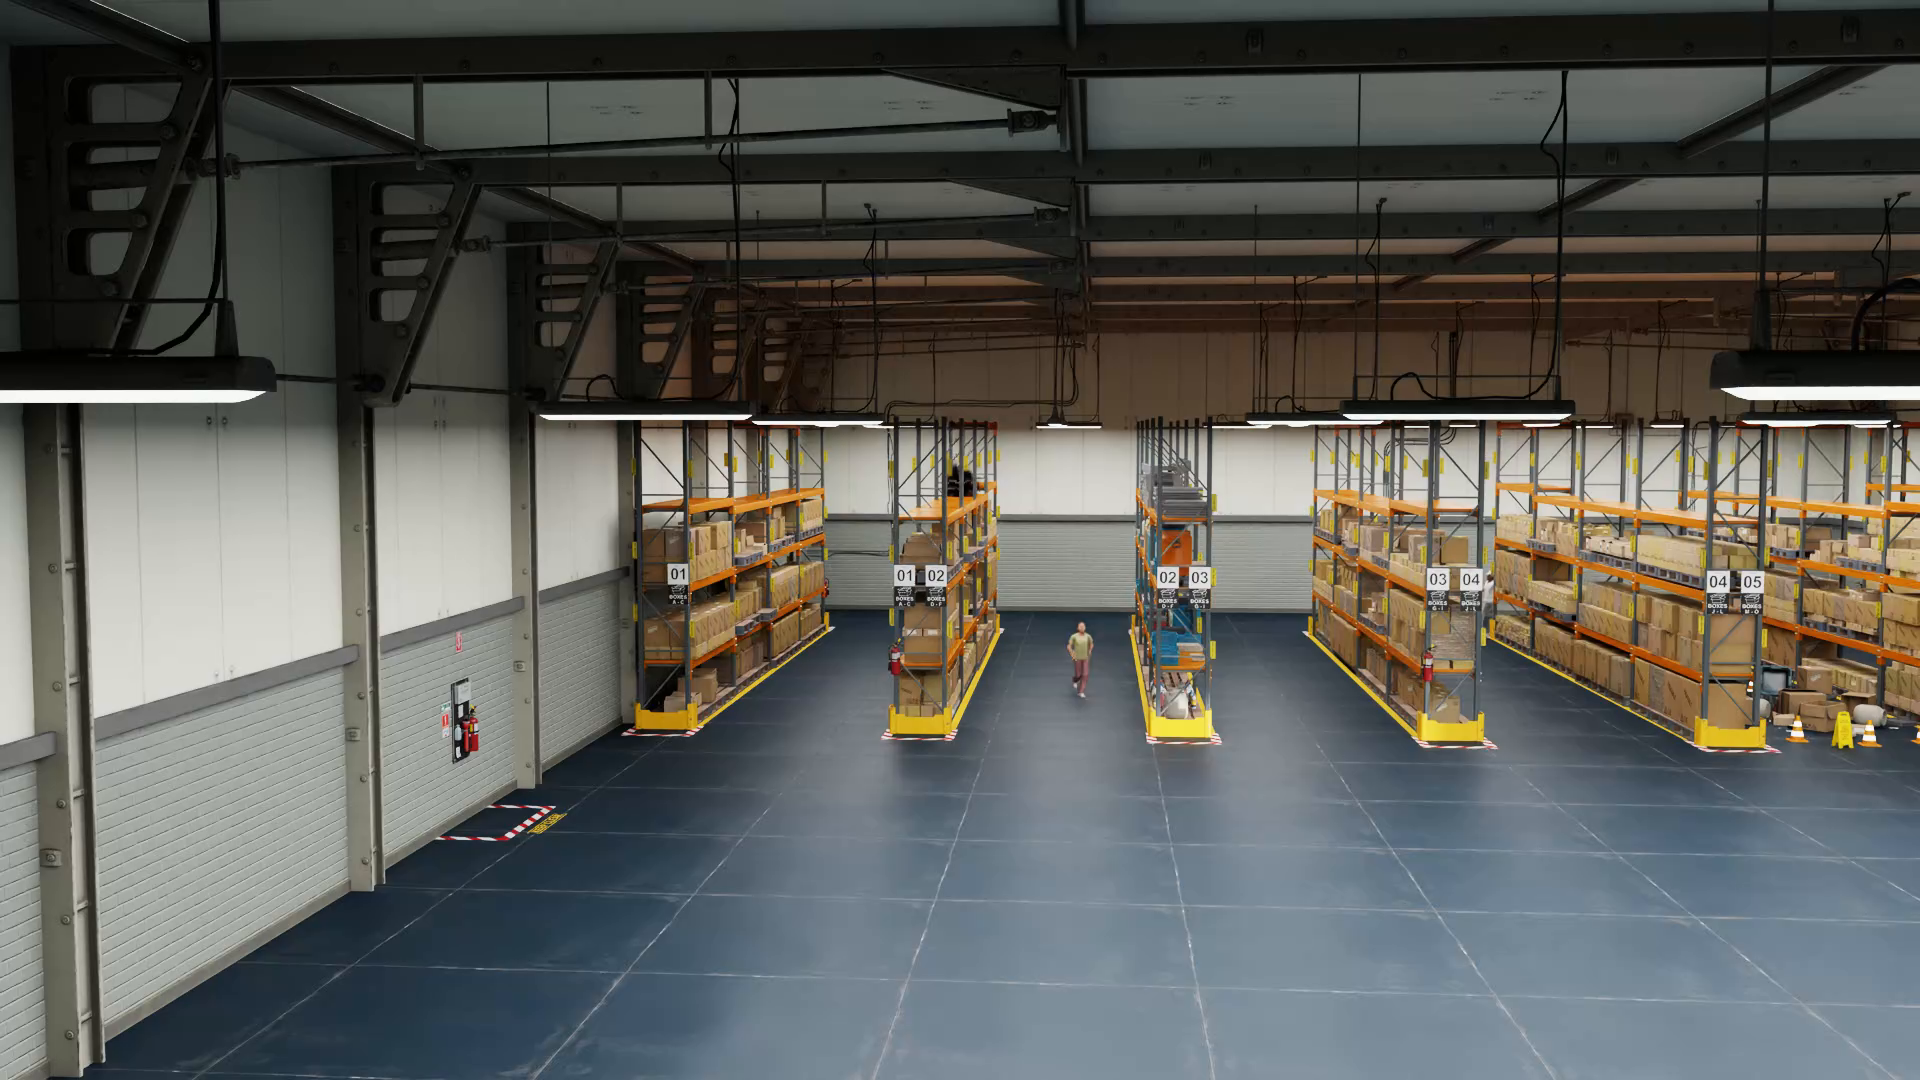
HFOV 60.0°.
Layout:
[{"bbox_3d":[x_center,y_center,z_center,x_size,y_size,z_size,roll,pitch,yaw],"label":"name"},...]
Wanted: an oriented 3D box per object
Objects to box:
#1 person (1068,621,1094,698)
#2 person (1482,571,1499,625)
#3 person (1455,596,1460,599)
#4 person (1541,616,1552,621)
[{"bbox_3d":[2.620,2.568,35.964,0.581,1.629,0.633,-1,4,-10],"label":"person"},{"bbox_3d":[15.059,1.738,47.451,0.961,1.728,0.752,0,4,0],"label":"person"},{"bbox_3d":[14.111,1.834,46.867,0.649,1.730,0.707,-3,5,-43],"label":"person"},{"bbox_3d":[16.616,1.880,47.069,0.543,1.535,0.539,-1,4,-21],"label":"person"}]
